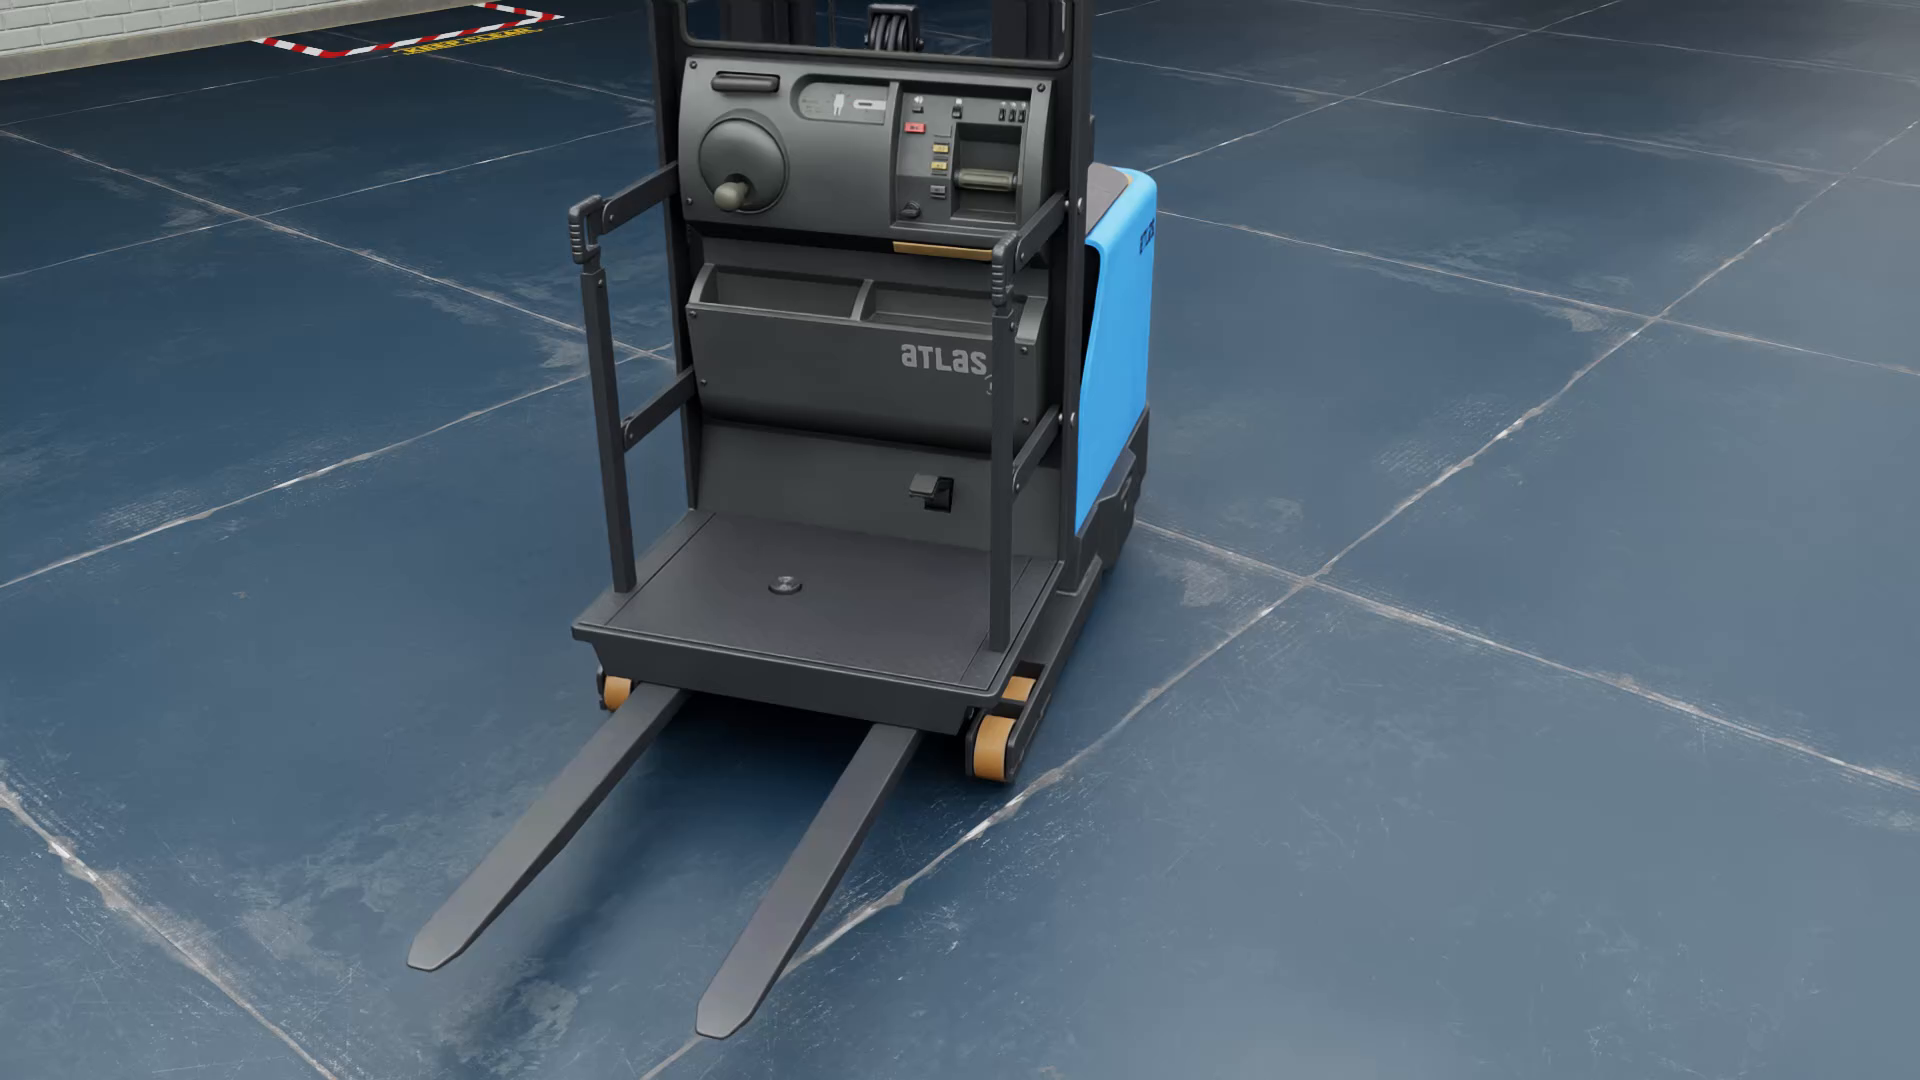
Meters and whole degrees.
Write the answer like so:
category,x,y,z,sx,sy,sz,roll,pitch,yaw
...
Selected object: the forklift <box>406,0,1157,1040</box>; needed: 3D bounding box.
category,x,y,z,sx,sy,sz,roll,pitch,yaw
forklift,-0.301,-0.909,3.818,1.130,2.935,3.031,8,28,15
